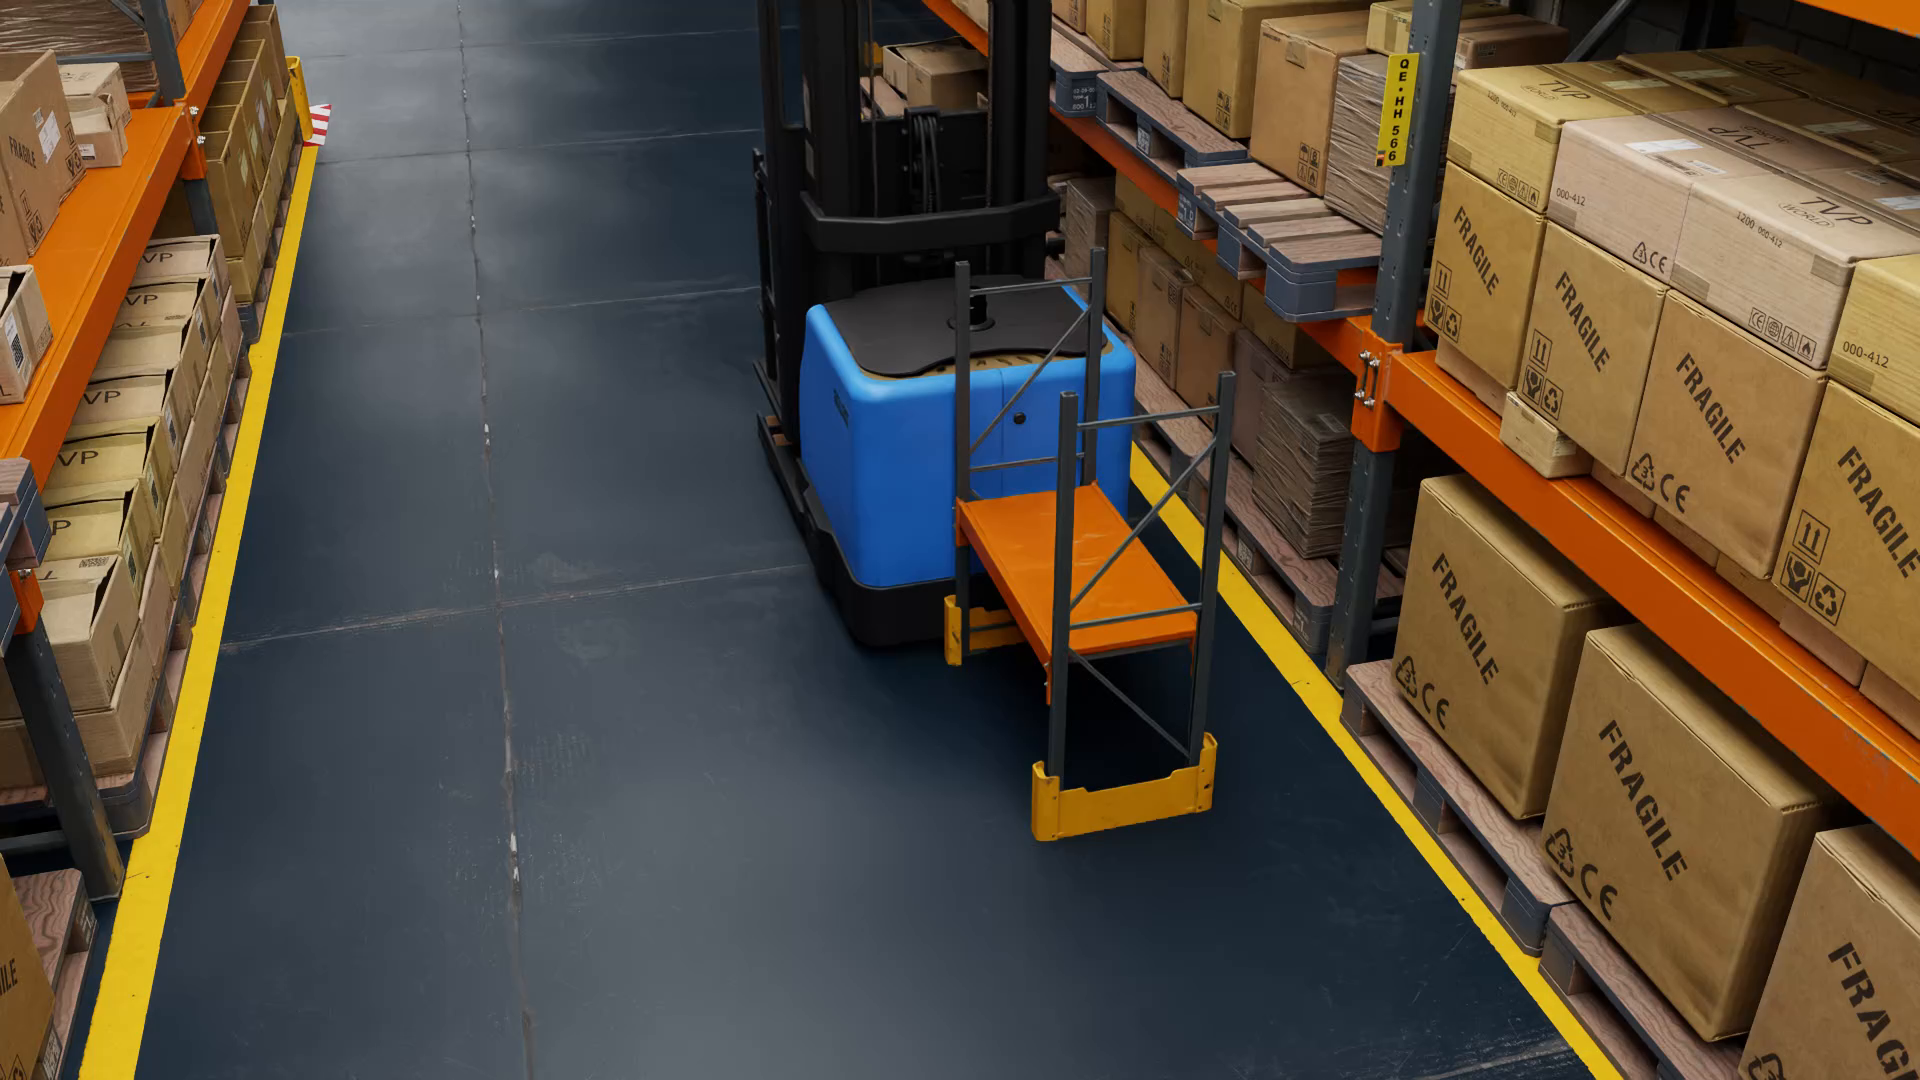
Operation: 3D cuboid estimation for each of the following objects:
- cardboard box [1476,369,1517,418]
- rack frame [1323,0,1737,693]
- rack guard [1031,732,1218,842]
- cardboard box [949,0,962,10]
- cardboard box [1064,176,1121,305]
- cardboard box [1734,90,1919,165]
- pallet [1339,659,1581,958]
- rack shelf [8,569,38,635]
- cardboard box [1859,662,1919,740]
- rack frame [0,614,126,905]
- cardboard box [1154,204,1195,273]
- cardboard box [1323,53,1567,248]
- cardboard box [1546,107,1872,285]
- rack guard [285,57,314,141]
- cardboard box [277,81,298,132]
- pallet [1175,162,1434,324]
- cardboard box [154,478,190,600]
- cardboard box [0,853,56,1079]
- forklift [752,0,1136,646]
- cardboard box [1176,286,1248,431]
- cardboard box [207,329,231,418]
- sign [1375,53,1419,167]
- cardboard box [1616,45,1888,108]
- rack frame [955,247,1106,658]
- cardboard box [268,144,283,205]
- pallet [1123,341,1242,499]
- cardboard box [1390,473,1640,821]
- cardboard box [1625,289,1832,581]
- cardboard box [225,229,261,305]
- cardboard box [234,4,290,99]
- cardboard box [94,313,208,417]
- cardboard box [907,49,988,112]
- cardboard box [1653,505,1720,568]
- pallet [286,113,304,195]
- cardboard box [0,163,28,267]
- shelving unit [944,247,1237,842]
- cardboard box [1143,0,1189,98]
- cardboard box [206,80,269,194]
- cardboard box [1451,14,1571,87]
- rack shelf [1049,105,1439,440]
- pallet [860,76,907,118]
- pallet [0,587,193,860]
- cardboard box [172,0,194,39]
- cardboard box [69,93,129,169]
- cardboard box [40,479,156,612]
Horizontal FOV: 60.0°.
[{"bbox_3d":[1.717,-0.445,4.756,0.380,0.149,0.250,-7,31,-13],"label":"cardboard box"},{"bbox_3d":[1.795,-0.858,5.238,1.000,3.000,0.127,-8,31,-13],"label":"rack frame"},{"bbox_3d":[0.510,0.768,5.174,0.587,0.250,0.087,-8,31,-14],"label":"rack guard"},{"bbox_3d":[0.191,-3.164,9.352,0.500,0.250,0.500,-8,31,-13],"label":"cardboard box"},{"bbox_3d":[0.944,-1.545,8.482,0.700,0.500,0.500,-7,31,-12],"label":"cardboard box"},{"bbox_3d":[2.299,-0.928,4.194,0.500,0.250,0.500,-9,31,-15],"label":"cardboard box"},{"bbox_3d":[1.931,0.740,5.262,1.003,0.211,1.213,-8,31,-13],"label":"pallet"},{"bbox_3d":[-2.449,1.080,2.608,1.077,0.370,4.000,-8,31,-13],"label":"rack shelf"},{"bbox_3d":[2.139,0.299,3.470,0.380,0.149,0.250,-7,31,-12],"label":"cardboard box"},{"bbox_3d":[-2.980,-0.198,4.097,1.000,3.000,0.127,-8,31,-13],"label":"rack frame"},{"bbox_3d":[1.206,-1.407,7.494,0.500,0.250,0.500,-9,31,-15],"label":"cardboard box"},{"bbox_3d":[1.660,-1.317,5.493,0.700,0.500,0.500,-12,32,-19],"label":"cardboard box"},{"bbox_3d":[1.810,-0.850,4.059,0.500,0.250,0.500,-8,31,-14],"label":"cardboard box"},{"bbox_3d":[-5.110,-2.991,11.419,1.175,0.500,0.348,-8,31,-13],"label":"rack guard"},{"bbox_3d":[-4.677,-2.833,10.977,0.500,0.250,0.500,-8,31,-13],"label":"cardboard box"},{"bbox_3d":[1.503,-1.105,5.856,1.213,0.211,1.003,-8,31,-13],"label":"pallet"},{"bbox_3d":[-3.114,0.026,6.037,0.500,0.250,0.500,-9,31,-15],"label":"cardboard box"},{"bbox_3d":[-2.506,1.114,3.887,0.500,0.500,0.500,-7,31,-11],"label":"cardboard box"},{"bbox_3d":[-0.273,-1.615,6.614,1.130,2.935,3.031,-8,31,-14],"label":"forklift"},{"bbox_3d":[1.369,-0.808,7.208,0.700,0.500,0.500,-8,31,-14],"label":"cardboard box"},{"bbox_3d":[-3.520,-0.715,7.317,0.500,0.250,0.500,-8,31,-14],"label":"cardboard box"},{"bbox_3d":[1.274,-1.248,4.835,0.100,0.325,0.005,-8,31,-13],"label":"sign"},{"bbox_3d":[2.165,-1.179,4.627,0.500,0.250,0.500,-7,31,-12],"label":"cardboard box"},{"bbox_3d":[0.228,-0.262,5.705,0.500,1.500,0.032,-8,31,-14],"label":"rack frame"},{"bbox_3d":[-4.267,-2.111,9.728,0.500,0.250,0.500,-8,31,-13],"label":"cardboard box"},{"bbox_3d":[1.268,-0.617,7.605,1.003,0.211,1.213,-8,31,-13],"label":"pallet"},{"bbox_3d":[1.863,0.263,5.028,0.750,0.750,0.750,-8,31,-14],"label":"cardboard box"},{"bbox_3d":[1.938,-0.276,3.816,0.500,0.500,0.500,-8,31,-13],"label":"cardboard box"},{"bbox_3d":[-3.873,-1.386,8.475,0.500,0.250,0.500,-8,31,-13],"label":"cardboard box"},{"bbox_3d":[-4.675,-3.158,10.789,0.500,0.500,0.500,-8,31,-13],"label":"cardboard box"},{"bbox_3d":[-3.384,-0.715,6.756,0.500,0.311,0.500,-8,31,-13],"label":"cardboard box"},{"bbox_3d":[0.066,-2.848,10.732,0.700,0.500,0.500,-10,31,-16],"label":"cardboard box"},{"bbox_3d":[1.969,-0.076,4.119,0.380,0.149,0.250,-7,31,-12],"label":"cardboard box"},{"bbox_3d":[-4.860,-2.491,10.843,1.003,0.211,1.213,-8,31,-13],"label":"pallet"},{"bbox_3d":[-3.441,-1.049,5.468,0.500,0.500,0.500,-10,31,-16],"label":"cardboard box"},{"bbox_3d":[0.372,-0.013,5.275,0.587,1.500,1.083,-8,31,-14],"label":"shelving unit"},{"bbox_3d":[1.181,-2.189,6.998,0.700,0.500,0.500,-4,30,-6],"label":"cardboard box"},{"bbox_3d":[-4.129,-2.194,9.124,0.500,0.500,0.500,-8,31,-13],"label":"cardboard box"},{"bbox_3d":[1.674,-1.535,5.221,0.380,0.149,0.250,-12,32,-20],"label":"cardboard box"},{"bbox_3d":[1.264,-1.513,7.087,1.077,0.370,4.000,-8,31,-13],"label":"rack shelf"},{"bbox_3d":[-0.127,-3.081,11.863,1.003,0.211,1.213,-8,31,-13],"label":"pallet"},{"bbox_3d":[-3.161,0.606,5.492,1.003,0.211,1.213,-8,31,-13],"label":"pallet"},{"bbox_3d":[-4.442,-2.883,8.637,0.700,0.500,0.500,-7,31,-13],"label":"cardboard box"},{"bbox_3d":[-3.632,-1.671,6.777,0.396,0.266,0.258,-9,31,-14],"label":"cardboard box"},{"bbox_3d":[-2.984,0.023,5.481,0.500,0.311,0.500,-9,31,-15],"label":"cardboard box"}]
